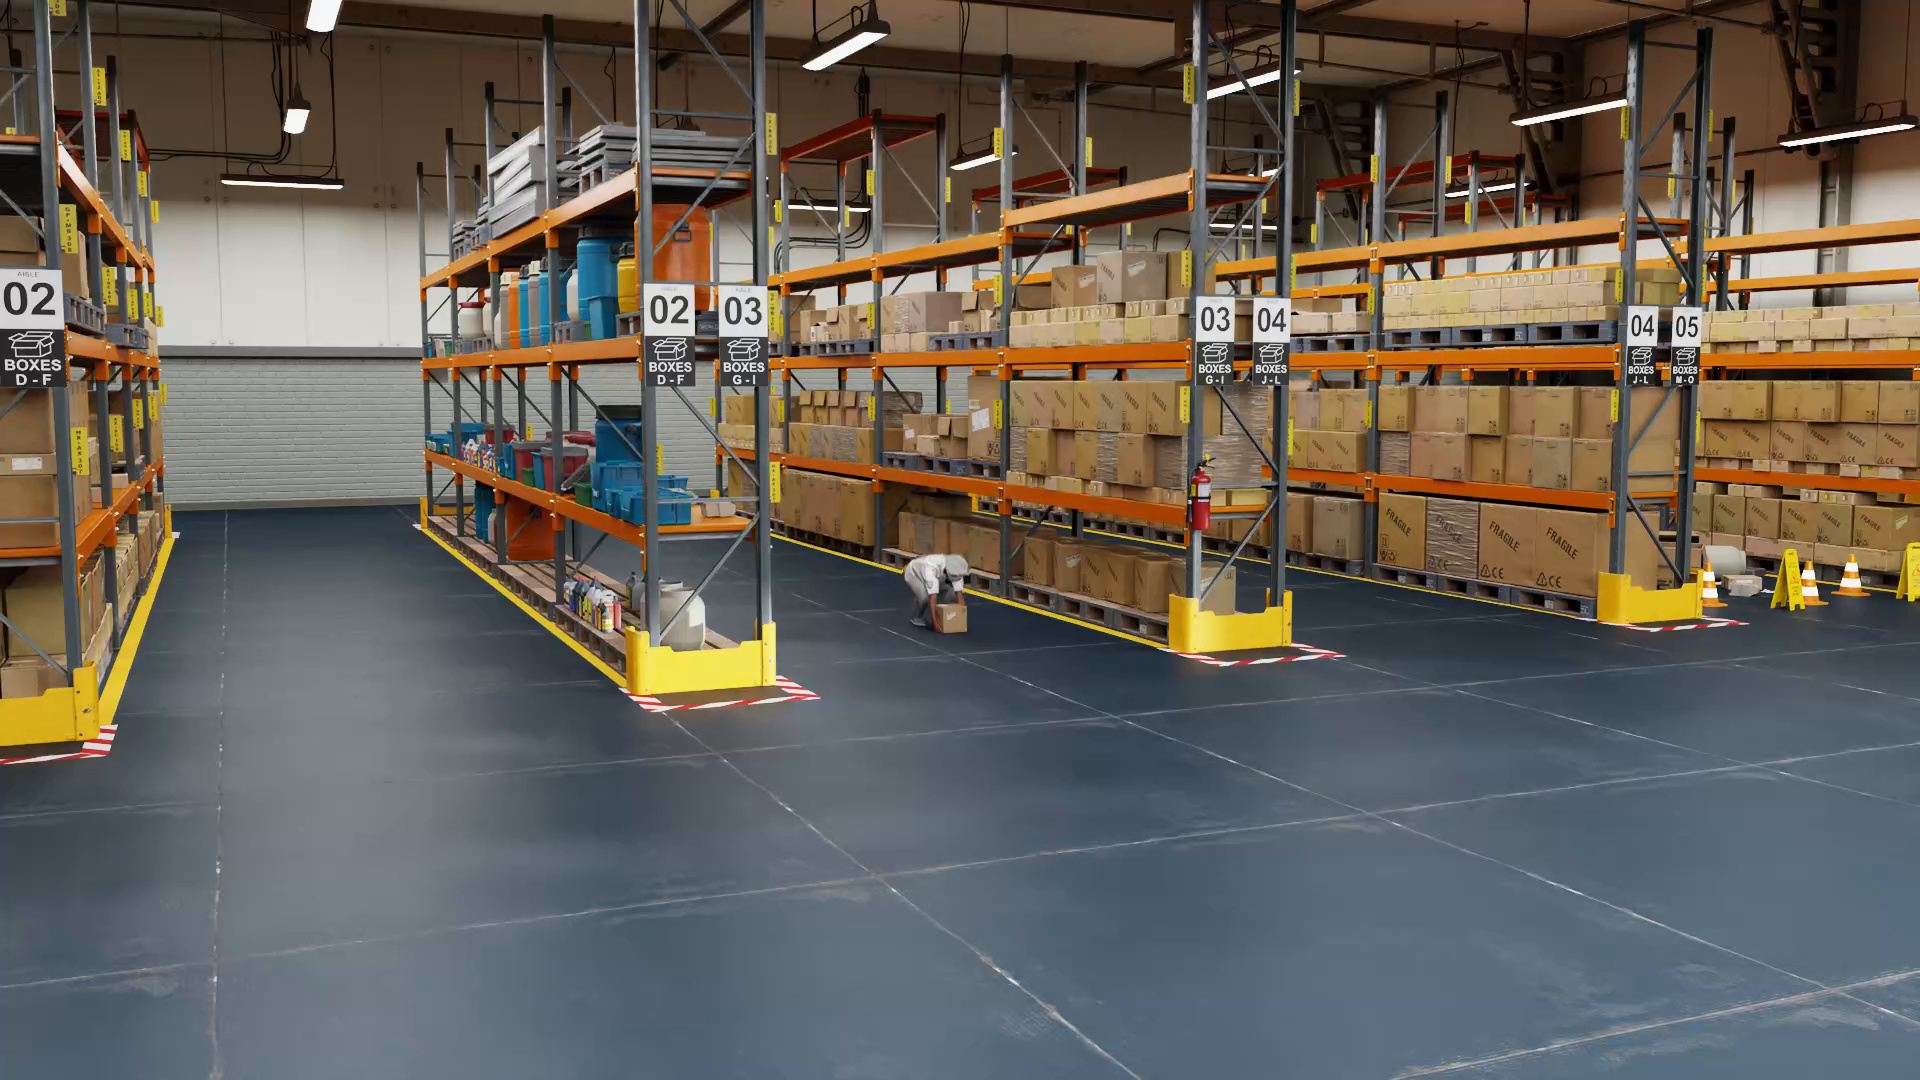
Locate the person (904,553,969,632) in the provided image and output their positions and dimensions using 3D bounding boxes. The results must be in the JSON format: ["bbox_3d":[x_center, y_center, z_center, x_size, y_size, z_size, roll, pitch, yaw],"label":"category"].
[{"bbox_3d":[-0.229,0.500,16.627,0.450,0.772,0.920,-3,6,-25],"label":"person"}]
